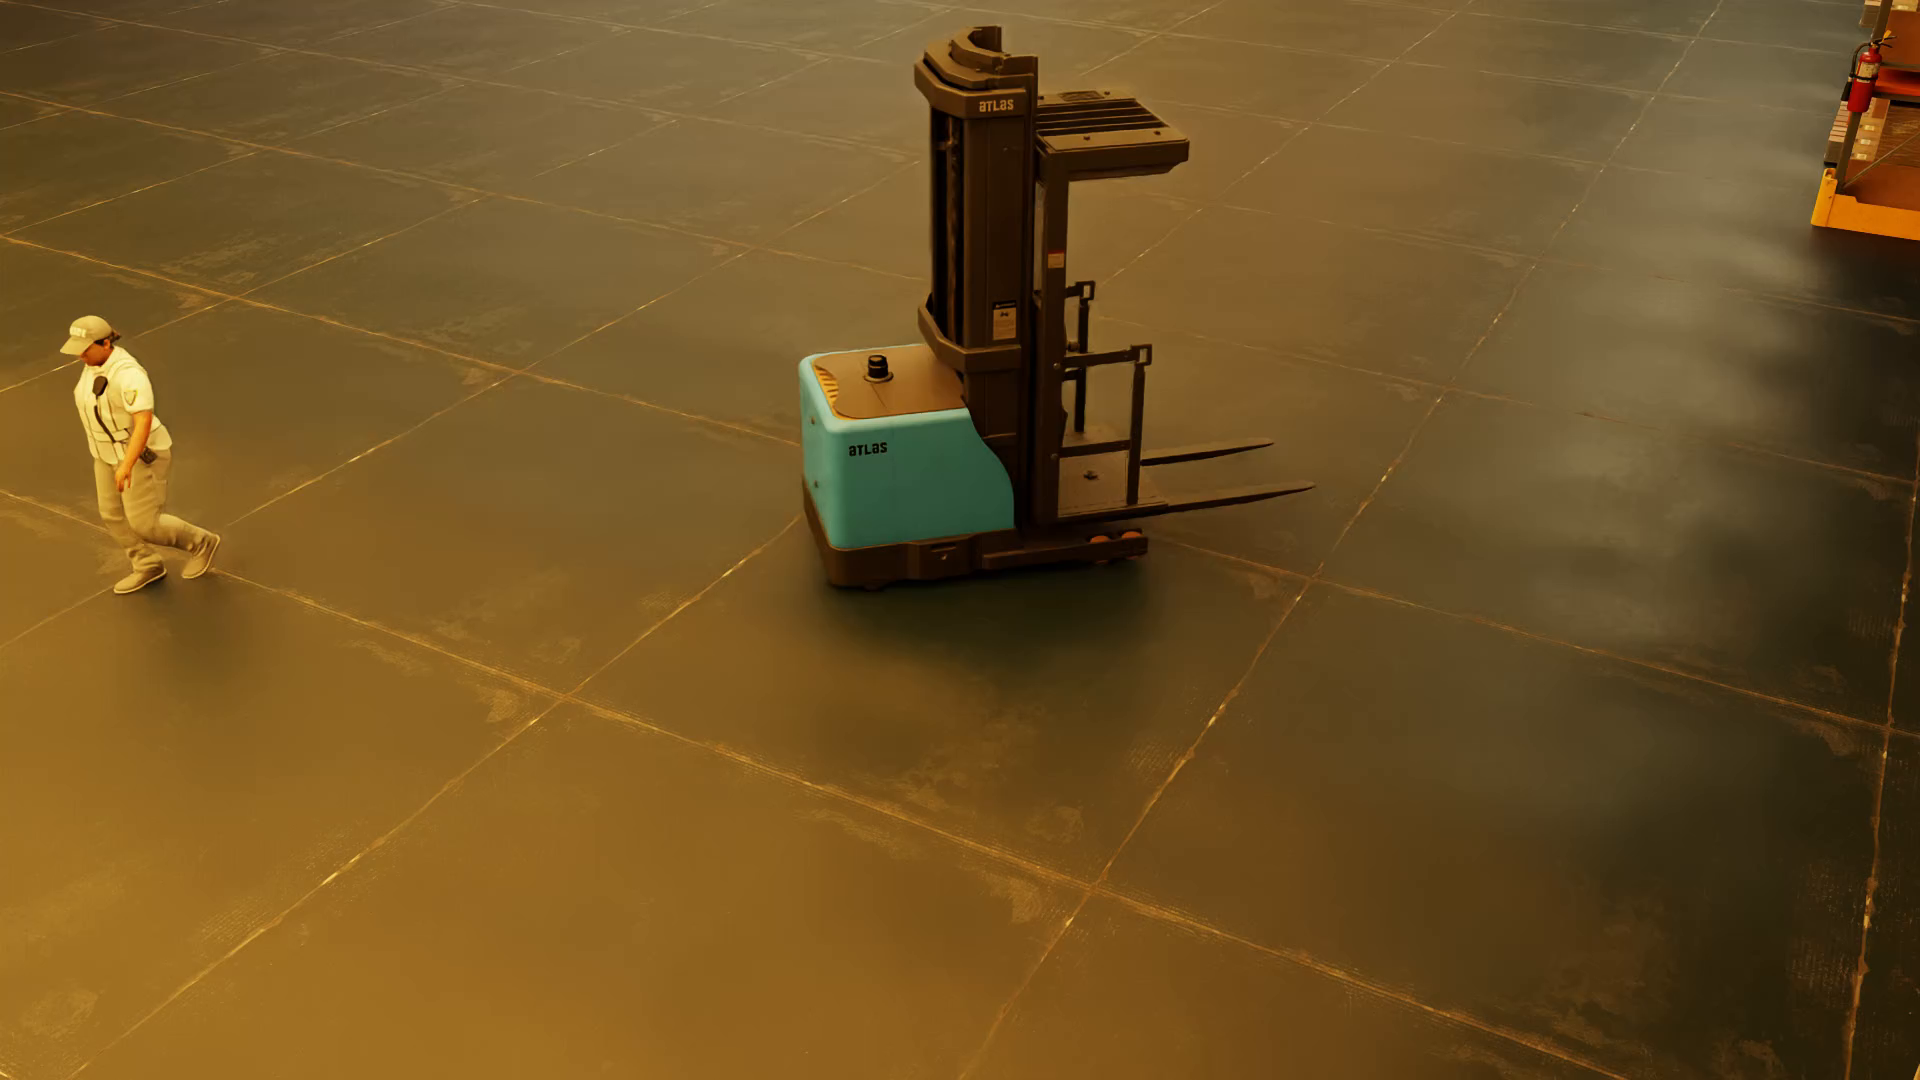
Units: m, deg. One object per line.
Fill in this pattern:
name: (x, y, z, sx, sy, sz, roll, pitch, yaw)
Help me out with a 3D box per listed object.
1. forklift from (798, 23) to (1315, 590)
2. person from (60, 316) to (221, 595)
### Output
forklift: (0.616, -1.375, 9.453, 3.031, 2.935, 1.130, -7, 31, -13)
person: (-4.573, -0.475, 9.187, 0.720, 1.646, 0.539, 20, 35, 31)
